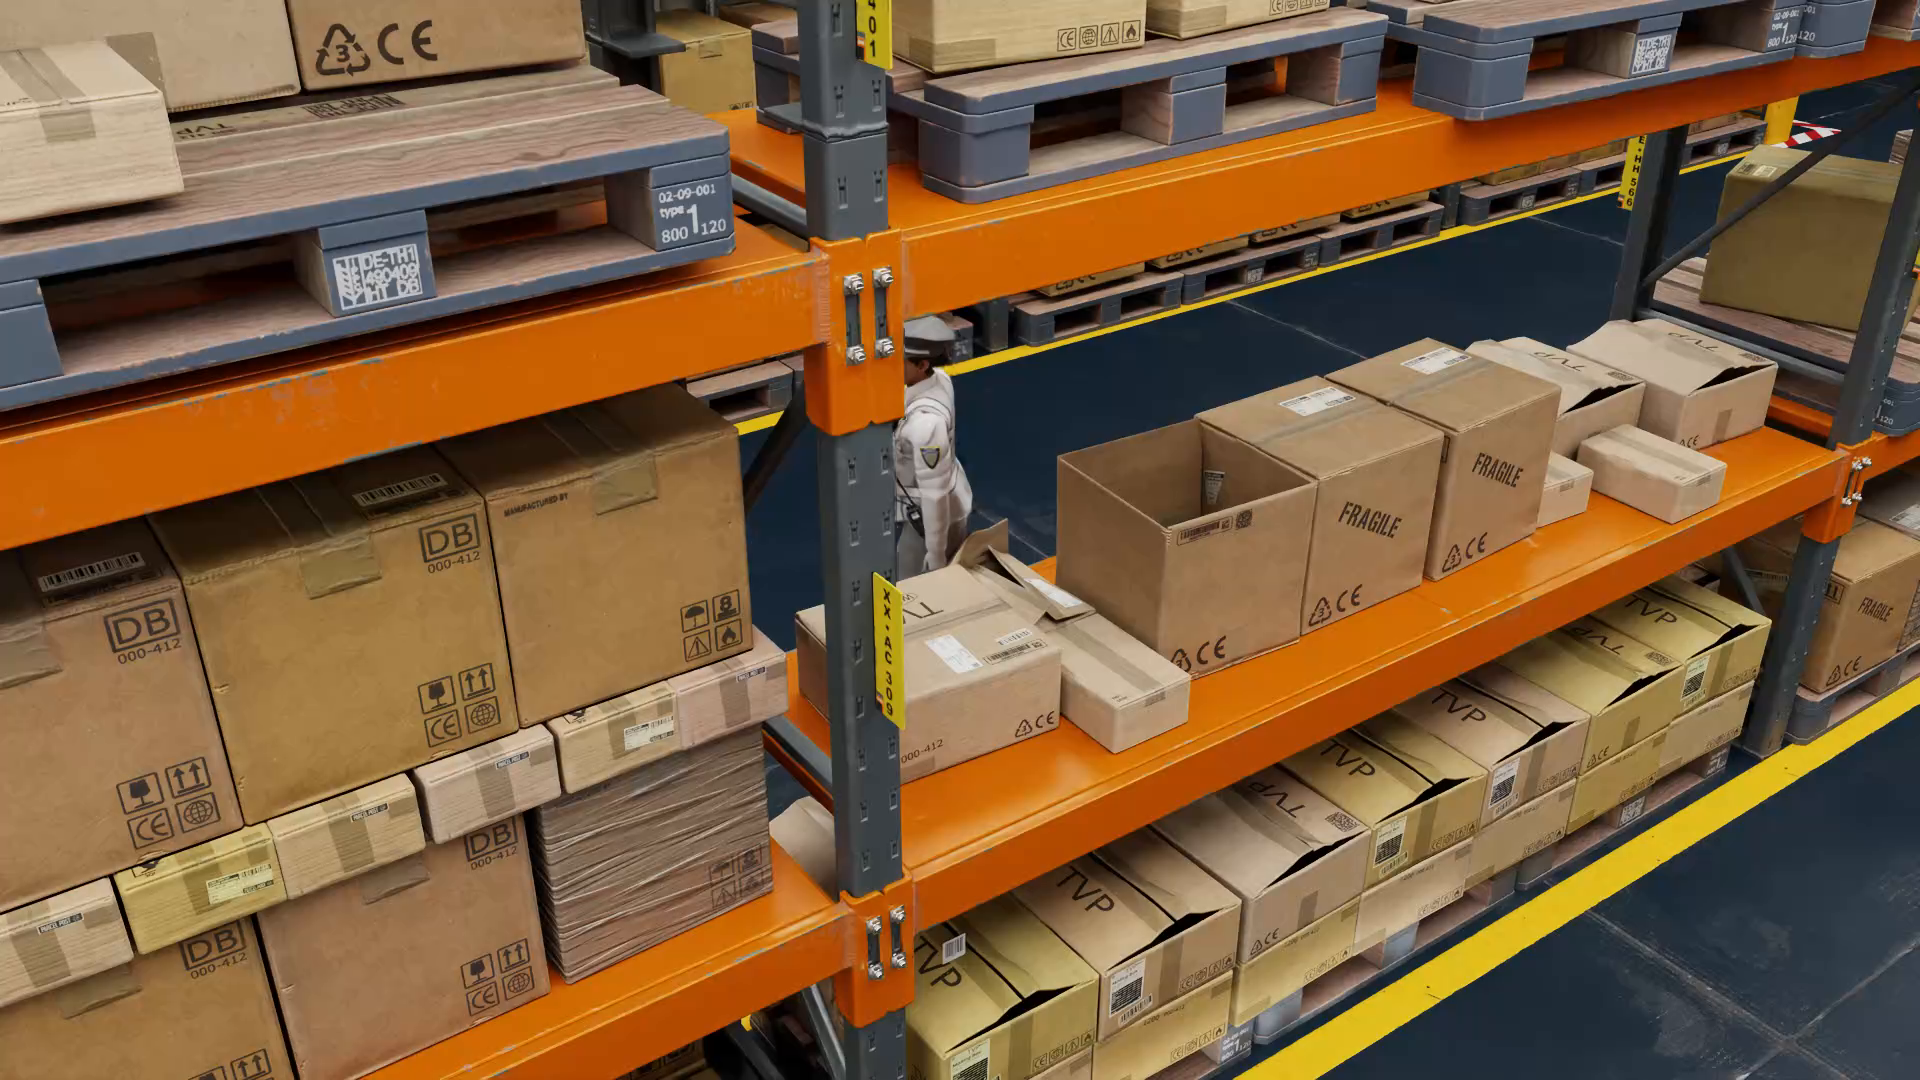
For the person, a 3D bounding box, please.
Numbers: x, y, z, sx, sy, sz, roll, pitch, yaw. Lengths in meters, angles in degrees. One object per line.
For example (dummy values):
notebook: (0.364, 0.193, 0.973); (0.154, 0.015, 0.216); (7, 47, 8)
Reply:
person: (-0.028, -0.074, 6.261); (0.542, 1.653, 0.524); (2, 29, 4)
